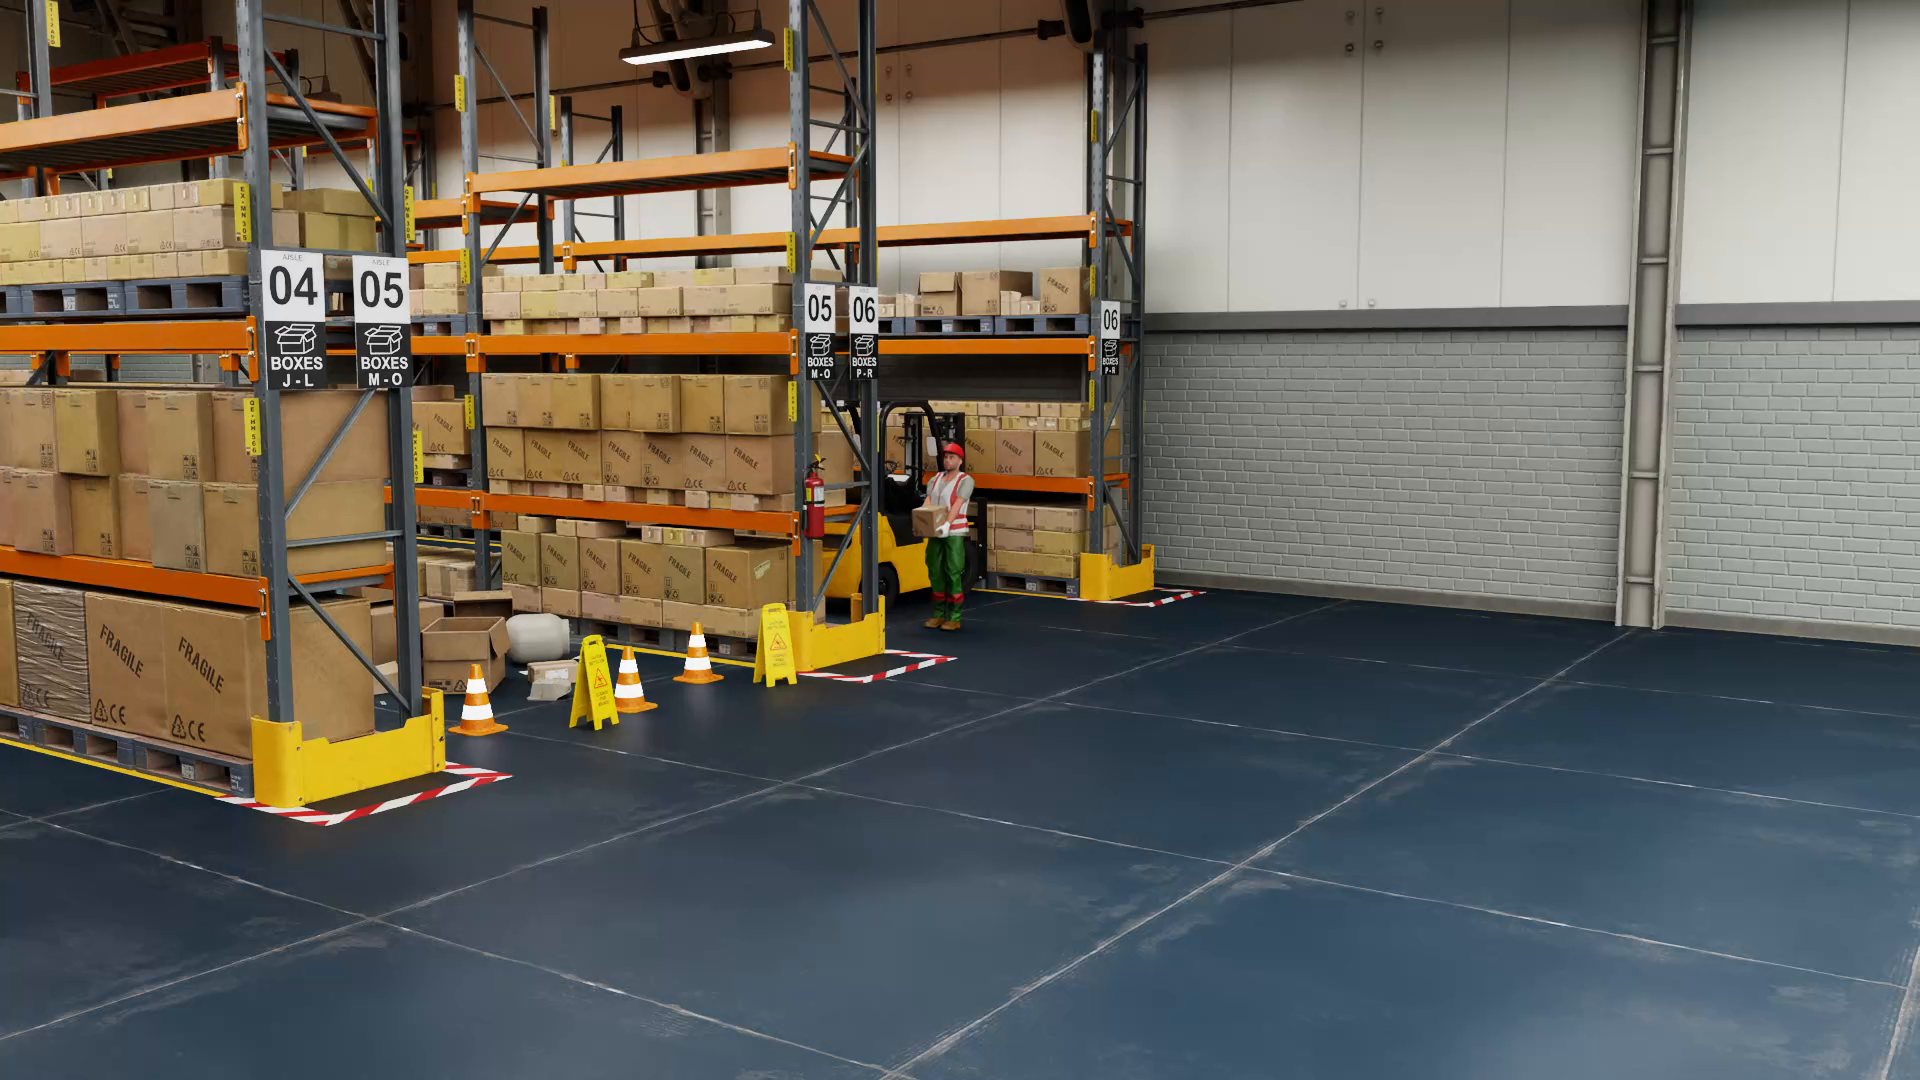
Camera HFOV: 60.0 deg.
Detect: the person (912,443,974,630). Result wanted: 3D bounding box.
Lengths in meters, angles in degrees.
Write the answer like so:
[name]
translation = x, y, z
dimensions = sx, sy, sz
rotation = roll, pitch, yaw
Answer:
[person]
translation = -0.165, -0.029, 15.909
dimensions = 0.493, 1.782, 0.572
rotation = 4, 8, 34
